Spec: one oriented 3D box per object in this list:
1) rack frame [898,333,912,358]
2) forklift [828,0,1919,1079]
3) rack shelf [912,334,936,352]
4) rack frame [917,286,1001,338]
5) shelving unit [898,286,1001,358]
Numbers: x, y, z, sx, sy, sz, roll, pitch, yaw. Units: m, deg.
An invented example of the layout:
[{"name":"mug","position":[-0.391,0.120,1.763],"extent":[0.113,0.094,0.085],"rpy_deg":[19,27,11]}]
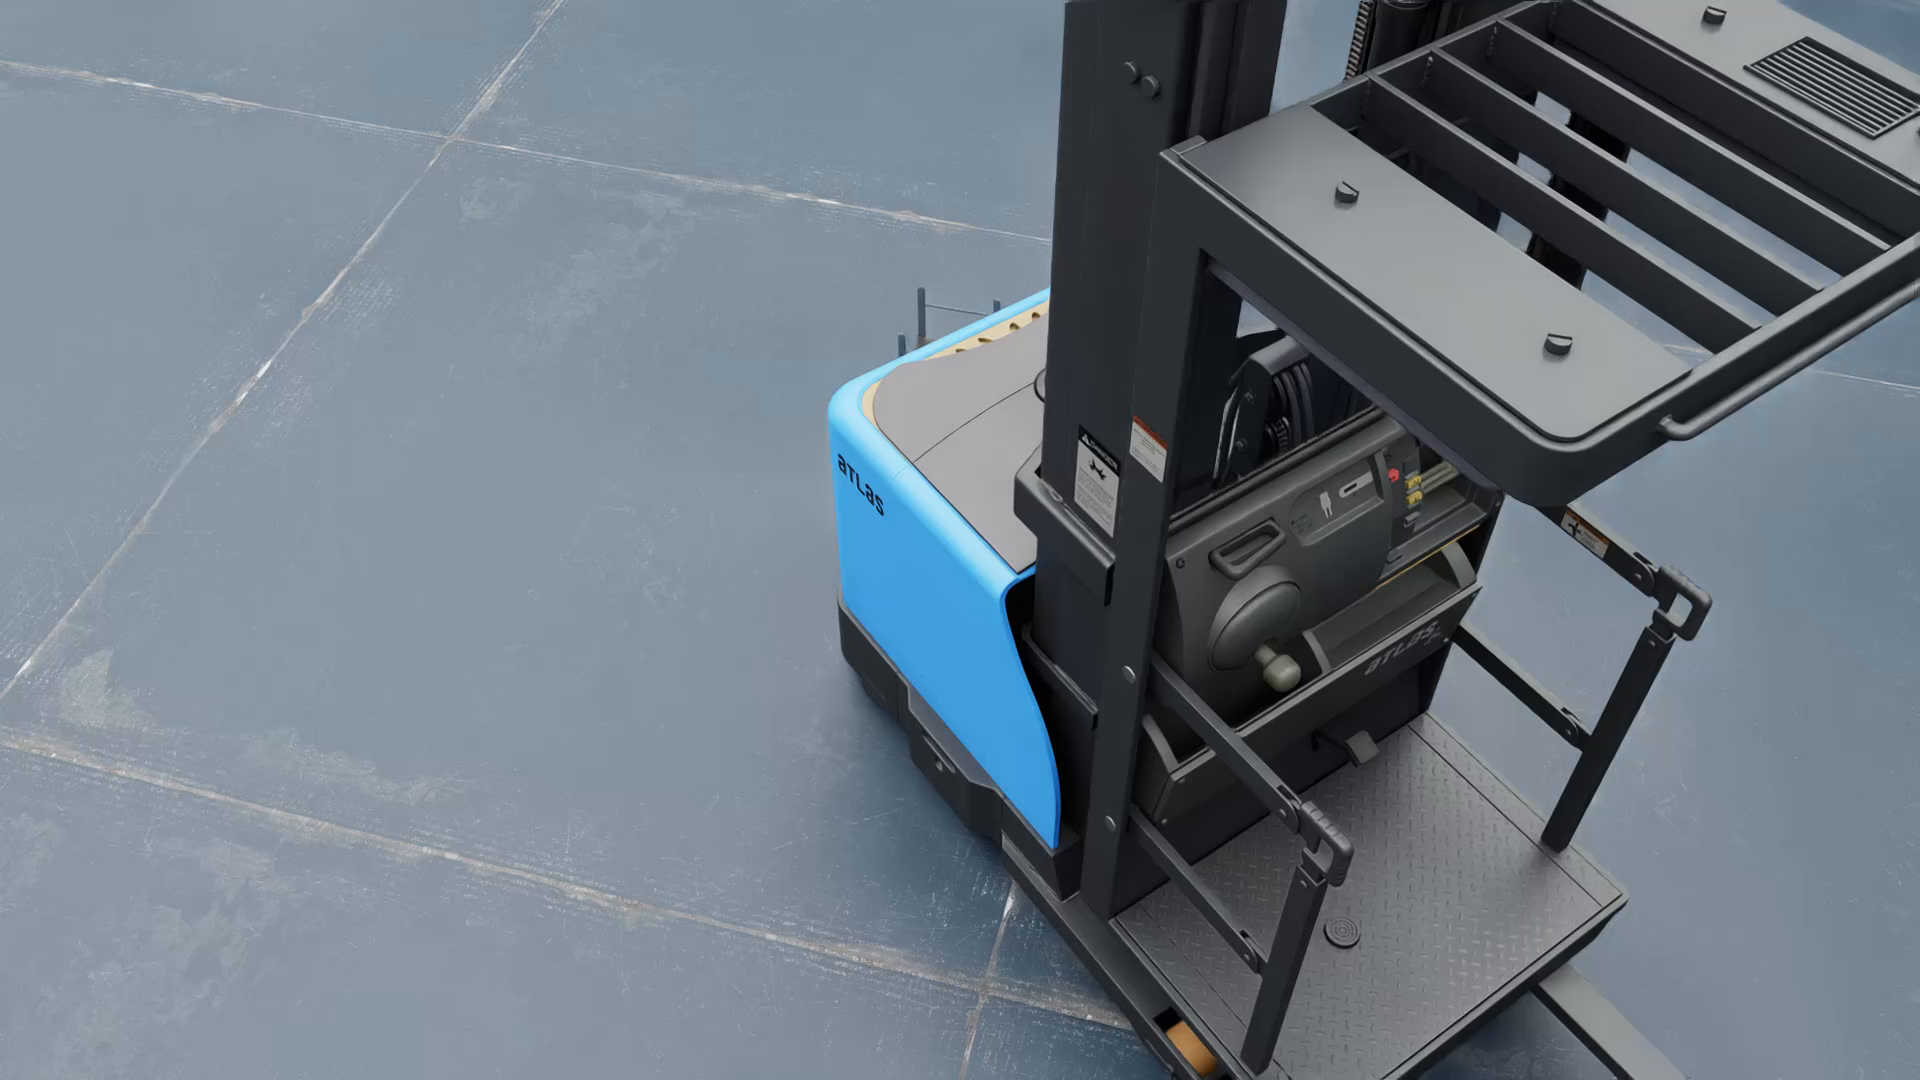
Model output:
[{"name":"rack frame","position":[-0.054,-0.244,4.865],"extent":[0.240,0.900,0.006],"rpy_deg":[11,49,10]},{"name":"forklift","position":[0.910,0.067,3.236],"extent":[1.130,2.935,3.031],"rpy_deg":[-28,54,-22]},{"name":"rack shelf","position":[-0.028,-0.474,4.753],"extent":[0.258,0.077,0.200],"rpy_deg":[11,49,10]},{"name":"rack frame","position":[-0.003,-0.392,4.995],"extent":[0.240,0.900,0.006],"rpy_deg":[11,49,10]},{"name":"shelving unit","position":[-0.028,-0.318,4.930],"extent":[0.258,0.900,0.210],"rpy_deg":[11,49,10]}]
